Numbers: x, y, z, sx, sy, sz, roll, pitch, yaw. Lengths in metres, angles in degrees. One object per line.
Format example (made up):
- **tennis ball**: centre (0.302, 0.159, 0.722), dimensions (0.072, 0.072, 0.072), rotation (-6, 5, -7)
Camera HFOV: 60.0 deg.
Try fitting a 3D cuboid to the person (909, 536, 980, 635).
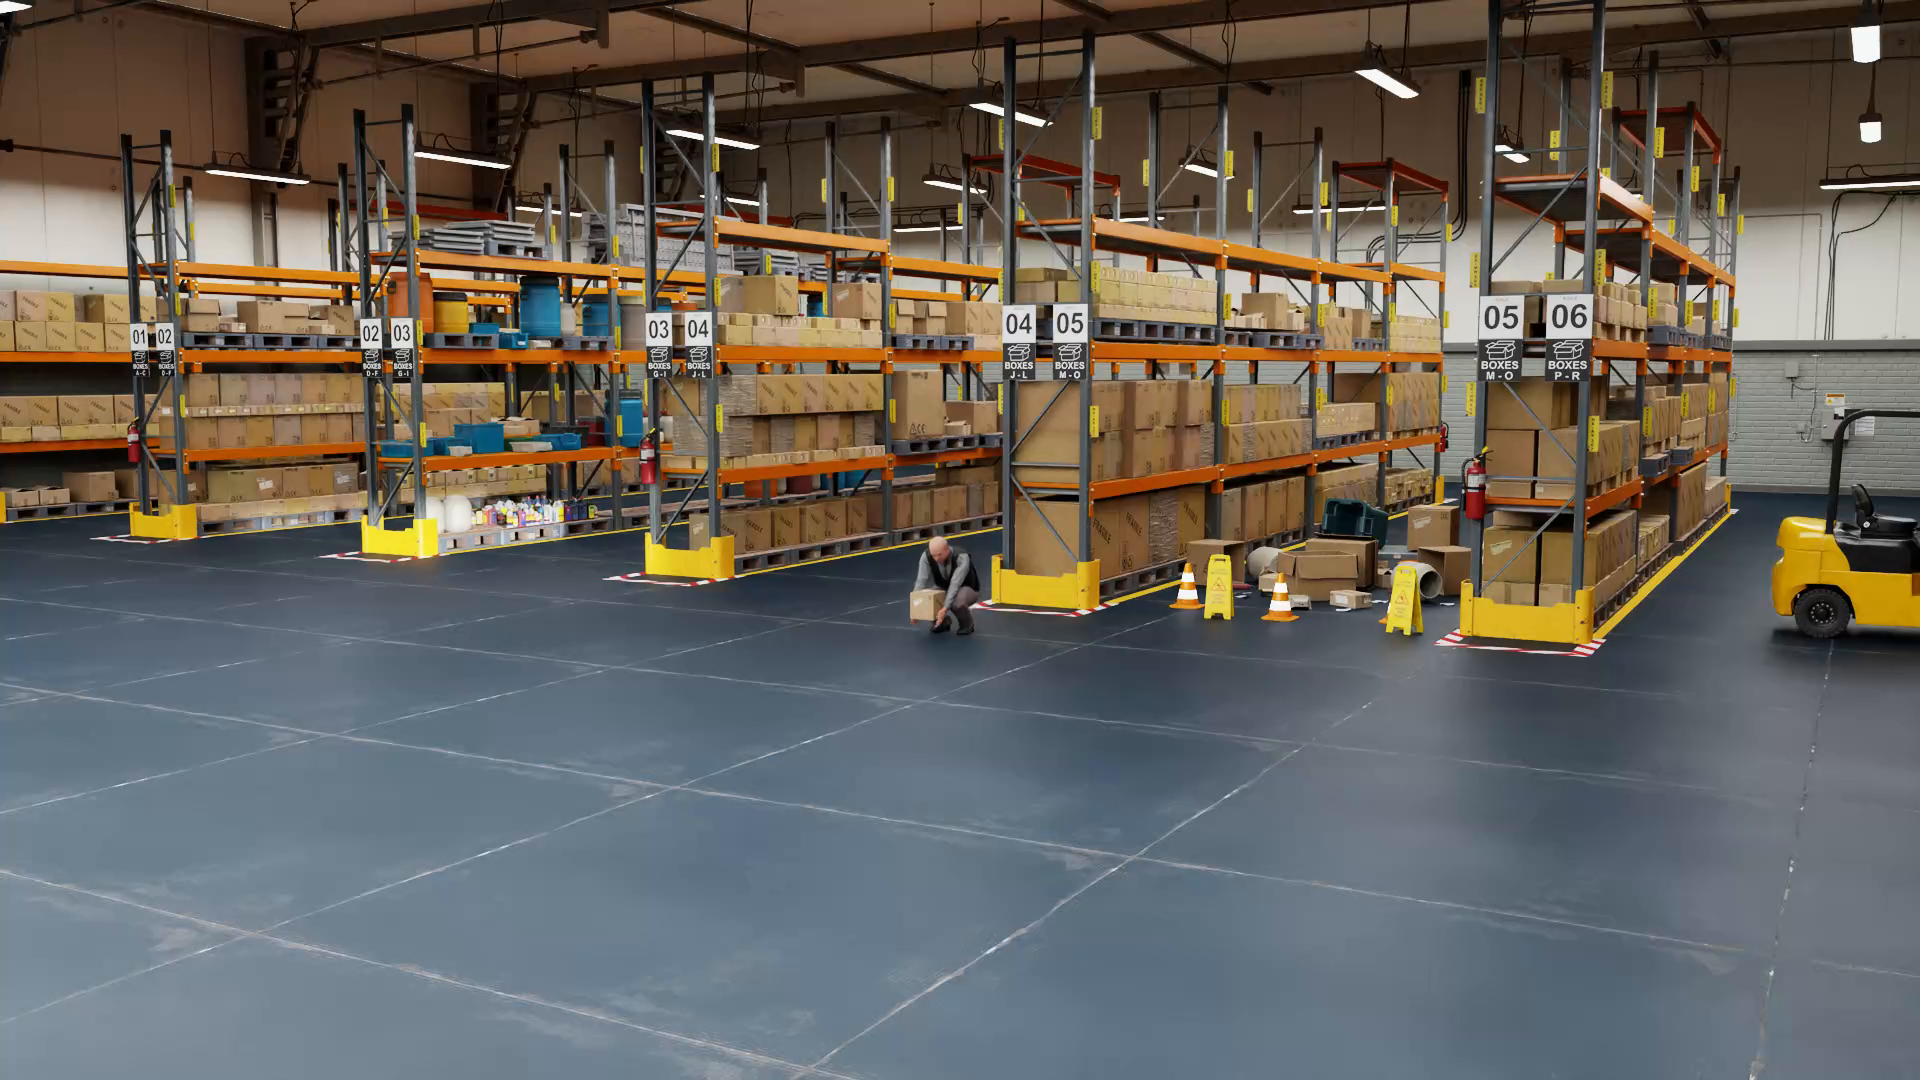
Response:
- **person**: centre (-0.127, 0.425, 15.844), dimensions (0.525, 0.974, 0.869), rotation (3, 7, 28)
